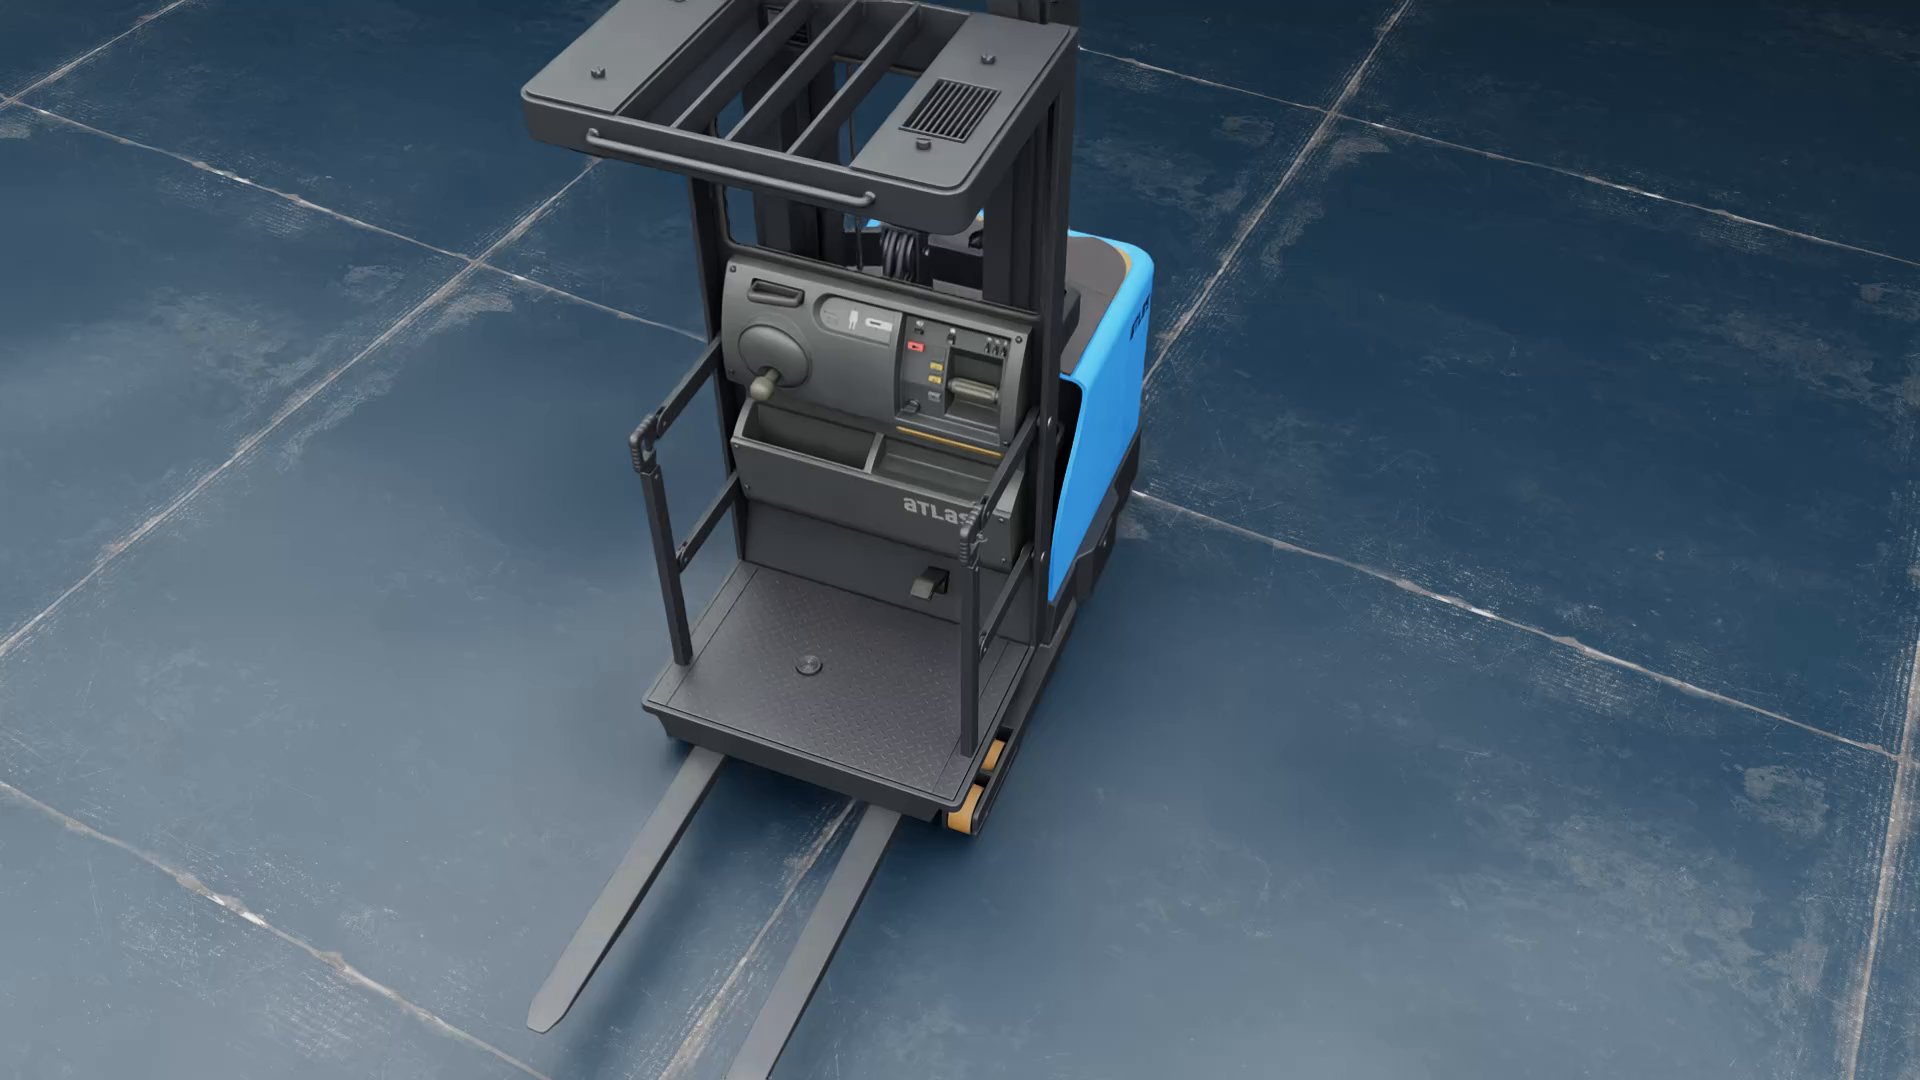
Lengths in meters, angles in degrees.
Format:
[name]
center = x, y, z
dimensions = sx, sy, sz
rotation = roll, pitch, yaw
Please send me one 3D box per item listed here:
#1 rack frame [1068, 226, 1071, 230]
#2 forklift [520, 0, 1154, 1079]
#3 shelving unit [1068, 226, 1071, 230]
[rack frame]
center = 0.295, -0.868, 6.476
dimensions = 0.240, 0.900, 0.006
rotation = 16, 47, 15
[forklift]
center = -0.333, -0.438, 4.622
dimensions = 1.130, 2.935, 3.031
rotation = 16, 47, 15
[shelving unit]
center = 0.257, -0.801, 6.409
dimensions = 0.258, 0.900, 0.210
rotation = 16, 47, 15
